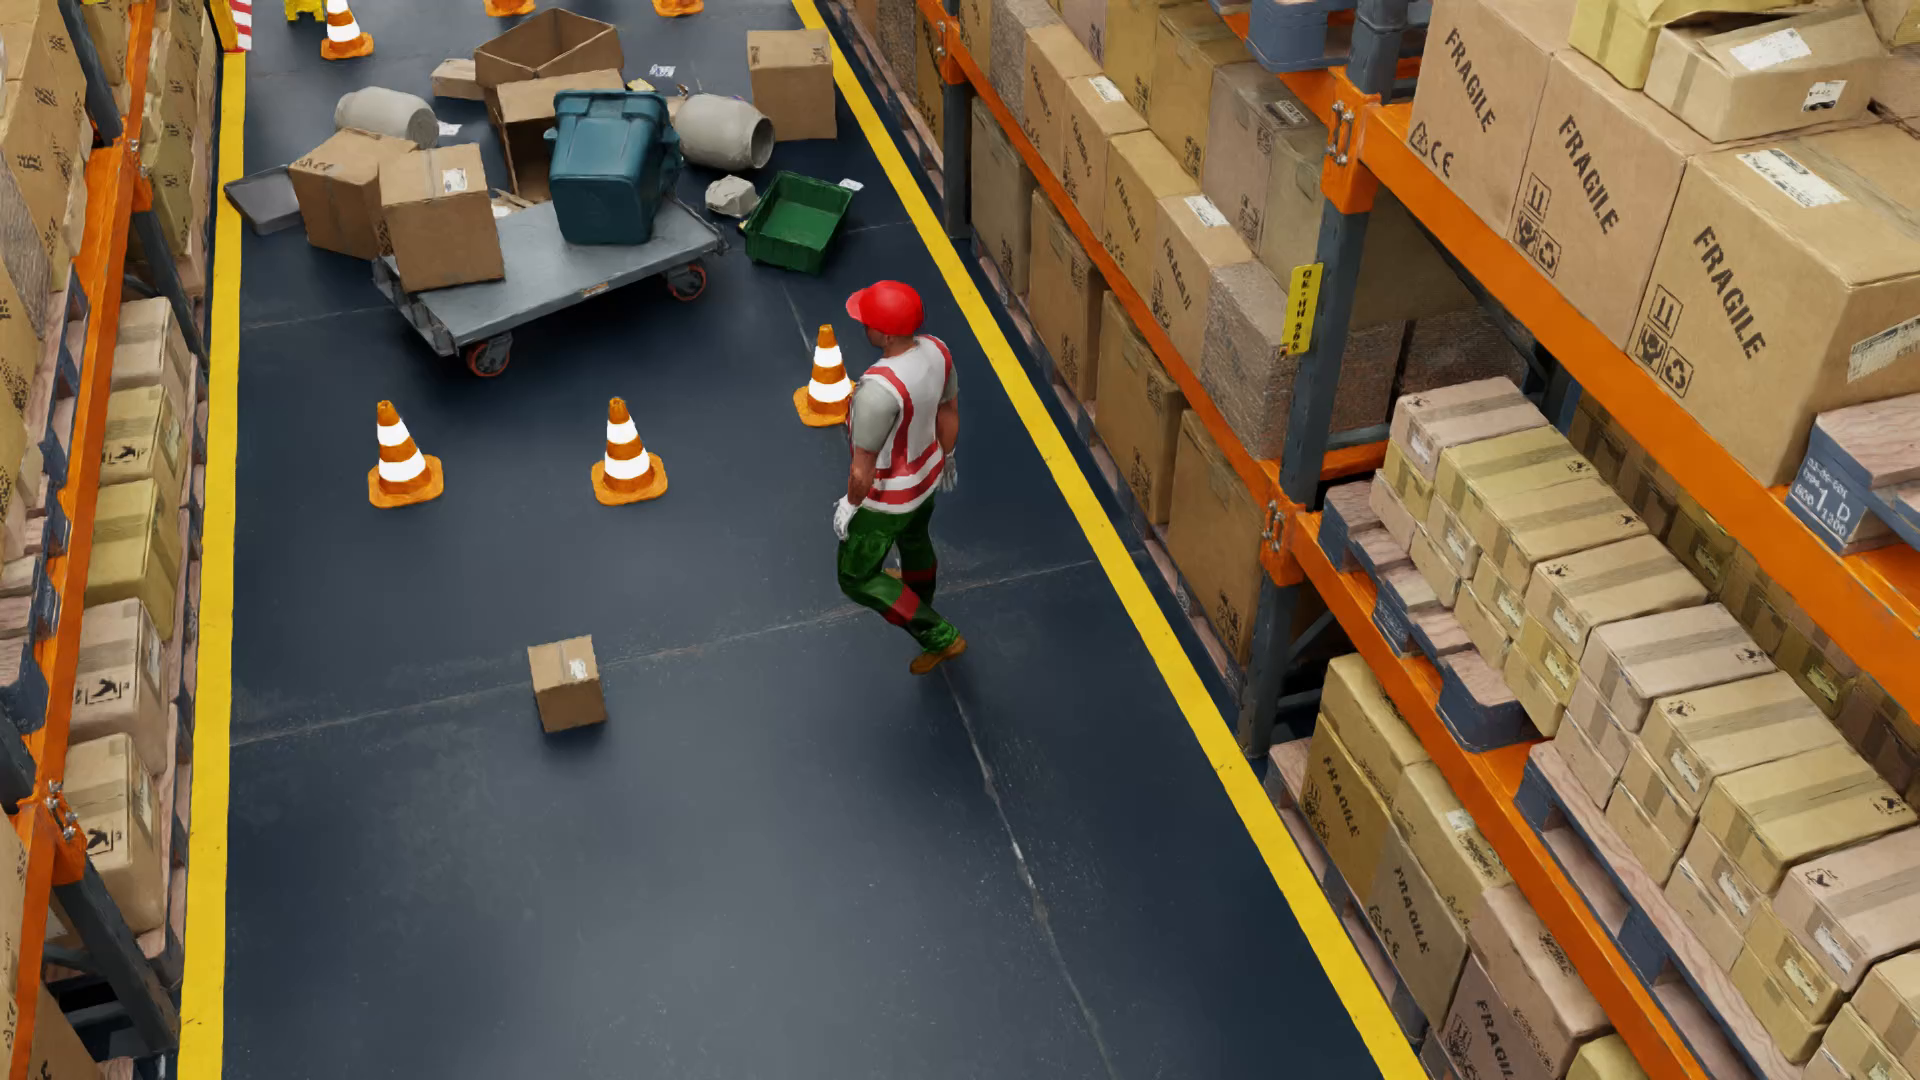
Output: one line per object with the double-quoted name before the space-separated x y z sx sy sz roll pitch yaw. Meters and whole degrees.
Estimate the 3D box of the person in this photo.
"person" -0.187 -0.227 6.370 0.633 1.782 0.649 20 46 21
